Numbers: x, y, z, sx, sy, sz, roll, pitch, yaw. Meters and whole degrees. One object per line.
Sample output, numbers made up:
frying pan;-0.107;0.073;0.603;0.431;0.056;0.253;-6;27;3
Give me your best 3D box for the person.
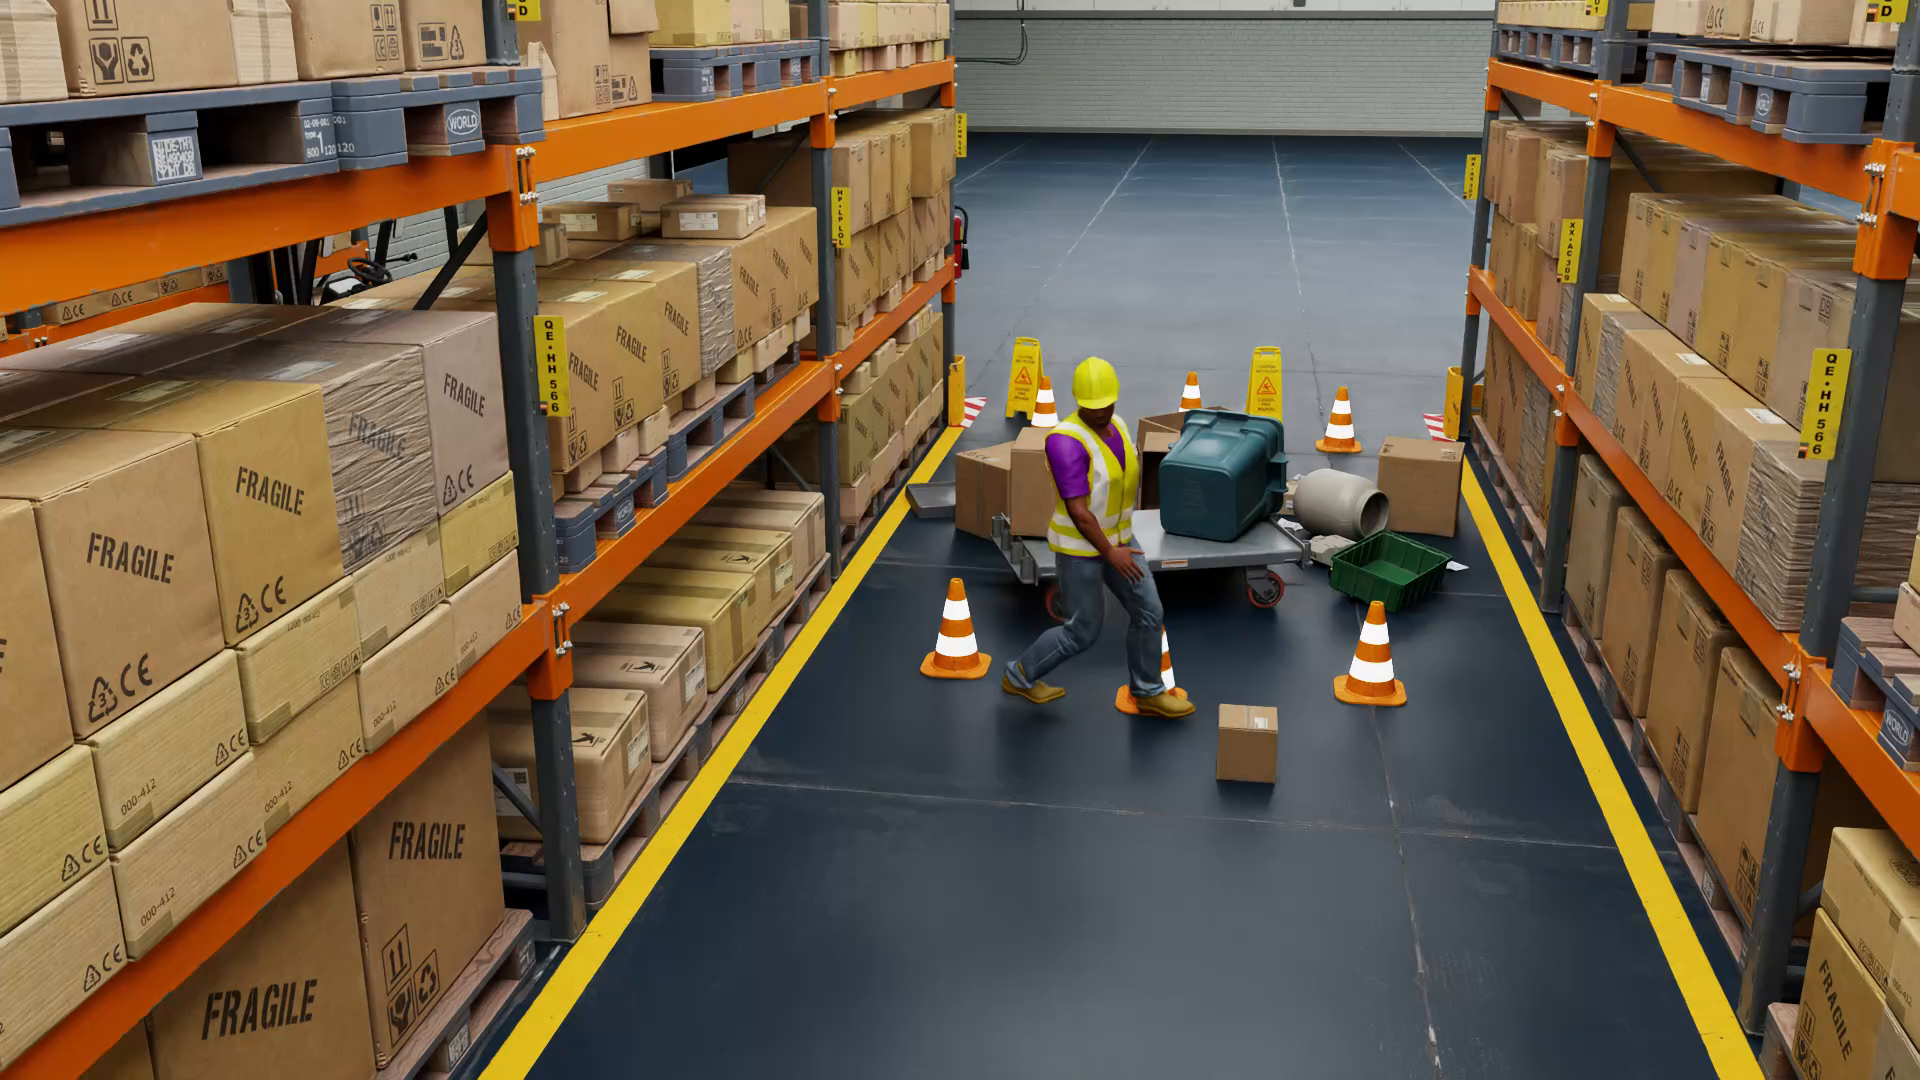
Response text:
person;0.615;0.004;7.483;0.822;1.711;0.604;13;22;36
